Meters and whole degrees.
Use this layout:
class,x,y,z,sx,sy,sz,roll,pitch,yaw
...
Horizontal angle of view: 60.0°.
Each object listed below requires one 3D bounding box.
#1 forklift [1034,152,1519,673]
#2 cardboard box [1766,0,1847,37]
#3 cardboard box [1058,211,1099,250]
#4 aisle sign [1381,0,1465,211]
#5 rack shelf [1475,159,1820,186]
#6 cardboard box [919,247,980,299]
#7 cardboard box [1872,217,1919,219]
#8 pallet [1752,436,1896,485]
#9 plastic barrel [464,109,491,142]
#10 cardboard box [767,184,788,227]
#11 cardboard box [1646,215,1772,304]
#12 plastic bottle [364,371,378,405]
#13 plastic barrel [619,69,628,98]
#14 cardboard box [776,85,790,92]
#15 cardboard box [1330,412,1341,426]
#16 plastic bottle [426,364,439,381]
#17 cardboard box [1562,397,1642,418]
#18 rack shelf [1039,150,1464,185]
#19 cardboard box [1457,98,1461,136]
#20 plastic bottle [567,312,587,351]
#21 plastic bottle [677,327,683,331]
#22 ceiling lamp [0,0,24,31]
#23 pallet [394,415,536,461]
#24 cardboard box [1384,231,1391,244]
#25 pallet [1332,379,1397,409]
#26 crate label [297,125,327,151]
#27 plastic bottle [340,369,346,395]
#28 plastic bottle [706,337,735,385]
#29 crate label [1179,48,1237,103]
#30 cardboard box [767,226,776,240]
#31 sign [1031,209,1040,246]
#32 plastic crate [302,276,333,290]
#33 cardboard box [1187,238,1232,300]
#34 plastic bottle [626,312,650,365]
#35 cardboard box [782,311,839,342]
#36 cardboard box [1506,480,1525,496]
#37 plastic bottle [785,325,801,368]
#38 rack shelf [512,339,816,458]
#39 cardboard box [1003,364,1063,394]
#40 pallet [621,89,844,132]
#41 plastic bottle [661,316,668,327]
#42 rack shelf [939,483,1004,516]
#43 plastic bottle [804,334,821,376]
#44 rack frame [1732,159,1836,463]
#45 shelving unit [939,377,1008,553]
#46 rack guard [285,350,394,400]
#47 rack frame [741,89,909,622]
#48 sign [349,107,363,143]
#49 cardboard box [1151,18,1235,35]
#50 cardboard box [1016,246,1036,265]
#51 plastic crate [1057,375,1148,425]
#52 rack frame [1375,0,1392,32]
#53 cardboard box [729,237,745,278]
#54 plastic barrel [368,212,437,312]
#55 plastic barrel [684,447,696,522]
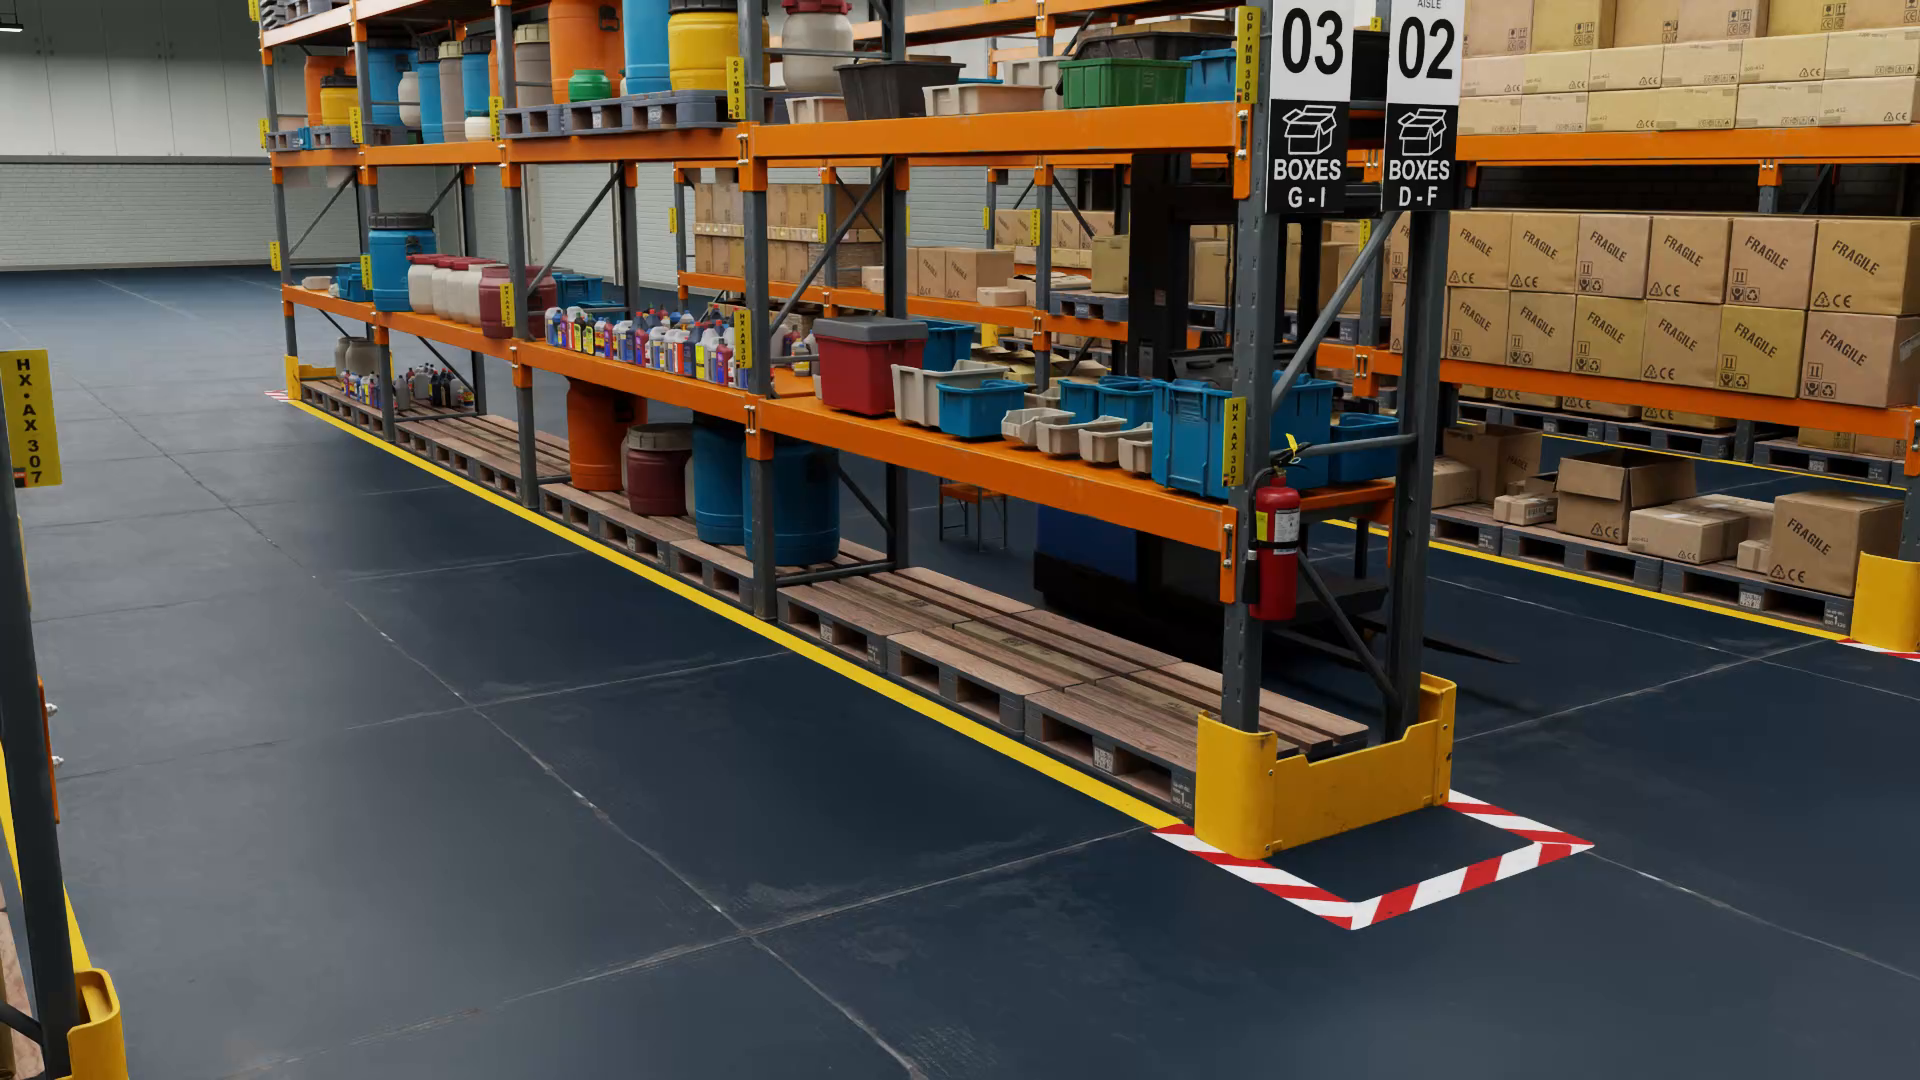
class,x,y,z,sx,sy,sz,roll,pitch,yaw
forklift,1.652,-0.860,8.932,1.130,2.935,3.031,-8,14,-31
cardboard box,5.076,-3.124,9.530,0.700,0.500,0.500,-8,15,-33
cardboard box,1.694,-4.276,22.942,0.500,0.500,0.500,-8,14,-31
aisle sign,1.742,-1.640,6.253,0.394,0.787,0.004,-8,15,-33
rack shelf,6.378,-3.701,16.427,1.077,0.370,4.000,-8,15,-33
cardboard box,-0.087,-2.795,17.386,0.500,0.500,0.500,-8,15,-33
cardboard box,5.554,-1.580,9.493,0.500,0.500,0.500,-8,14,-31
pallet,7.842,-0.725,14.681,1.003,0.211,1.213,-8,15,-33
plastic barrel,-3.877,-3.366,13.537,0.301,0.262,0.301,0,12,0
cardboard box,-1.877,-4.007,19.892,0.700,0.500,0.500,-8,15,-33
cardboard box,4.533,-1.698,10.032,0.500,0.500,0.500,-8,14,-31
plastic bottle,-6.076,-1.574,17.210,0.144,0.351,0.185,-8,15,-33
plastic barrel,-2.262,-3.200,11.792,0.301,0.262,0.301,0,12,0
cardboard box,-1.876,-5.164,19.882,0.797,0.503,0.637,-6,14,-27
cardboard box,2.852,-0.692,12.826,0.500,0.500,0.500,-8,15,-33
plastic bottle,-5.636,-1.704,17.804,0.144,0.351,0.185,-8,15,-33
cardboard box,6.523,-1.644,16.408,0.750,0.750,0.750,-8,14,-31
rack shelf,2.256,-3.114,13.743,1.077,0.370,4.000,-8,15,-33
cardboard box,3.428,-2.921,11.526,0.500,0.250,0.500,-8,15,-33
plastic bottle,-2.751,-1.512,12.045,0.152,0.276,0.135,-8,15,-33
plastic bottle,-1.840,-1.266,10.929,0.097,0.271,0.097,0,12,0
ceiling lamp,-22.775,-13.318,38.035,2.000,3.185,0.800,-8,15,-33
pallet,-4.726,-0.984,15.868,1.003,0.211,1.213,-8,15,-33
cardboard box,5.001,-3.289,18.616,0.700,0.500,0.500,-10,16,-39
pallet,4.838,-1.720,19.231,1.003,0.211,1.213,-8,15,-33
crate label,-6.648,-4.214,17.435,0.502,0.251,0.408,-8,15,-33
plastic bottle,-6.665,-1.716,18.042,0.097,0.271,0.097,0,12,0
plastic bottle,-1.451,-1.095,10.138,0.152,0.276,0.135,-8,15,-33
crate label,1.213,-1.942,7.049,0.408,0.251,0.502,-8,15,-33
cardboard box,-2.099,-3.682,19.925,0.380,0.149,0.250,-8,14,-31
sign,0.688,-2.855,15.186,0.100,0.325,0.005,-8,15,-33
plastic crate,-7.182,-2.867,18.567,0.298,0.136,0.250,-8,15,-33
cardboard box,1.939,-2.326,14.259,0.700,0.500,0.500,-5,13,-22
plastic bottle,-2.153,-1.355,11.153,0.144,0.351,0.185,-8,15,-33
cardboard box,-1.774,-2.442,19.707,0.500,0.500,0.500,-8,15,-33
cardboard box,4.174,-0.339,12.035,0.380,0.149,0.250,-8,15,-33
plastic bottle,-1.101,-1.275,10.946,0.061,0.283,0.133,-8,15,-33
rack shelf,-1.870,-1.063,11.385,1.077,0.370,4.000,-8,15,-33
cardboard box,0.653,-1.556,16.095,0.500,0.311,0.500,-8,14,-31
pallet,-1.277,-2.560,9.966,1.213,0.211,1.003,-8,15,-33
plastic bottle,-2.222,-1.588,12.567,0.097,0.201,0.097,0,12,0
rack shelf,0.092,-0.297,11.656,0.258,0.148,0.480,-8,15,-33
plastic bottle,-0.903,-1.191,10.575,0.152,0.276,0.135,-8,15,-33
rack frame,7.486,-2.231,15.044,1.000,3.000,0.127,-8,15,-33
shelving unit,0.092,-0.557,11.599,0.258,1.200,0.503,-8,15,-33
rack guard,-7.329,-1.964,19.672,1.175,0.500,0.348,-8,15,-33
rack frame,-0.761,-1.059,9.682,1.000,3.000,0.127,-8,15,-33
sign,-5.658,-3.888,15.578,0.100,0.325,0.005,-8,15,-33
cardboard box,1.950,-4.099,13.987,0.500,0.500,0.500,-8,15,-33
cardboard box,1.143,-4.087,23.834,0.500,0.250,0.500,-9,15,-35
plastic crate,0.696,-0.665,8.134,0.416,0.233,0.300,-8,15,-33
rack frame,3.364,-4.575,11.719,1.000,3.000,0.127,-8,15,-33
cardboard box,-2.471,-3.561,20.890,0.700,0.500,0.500,-8,15,-32
plastic barrel,-5.232,-2.622,15.656,0.600,0.901,0.708,-8,15,-33
plastic barrel,-1.679,-0.384,11.438,0.421,0.512,0.421,0,12,0
